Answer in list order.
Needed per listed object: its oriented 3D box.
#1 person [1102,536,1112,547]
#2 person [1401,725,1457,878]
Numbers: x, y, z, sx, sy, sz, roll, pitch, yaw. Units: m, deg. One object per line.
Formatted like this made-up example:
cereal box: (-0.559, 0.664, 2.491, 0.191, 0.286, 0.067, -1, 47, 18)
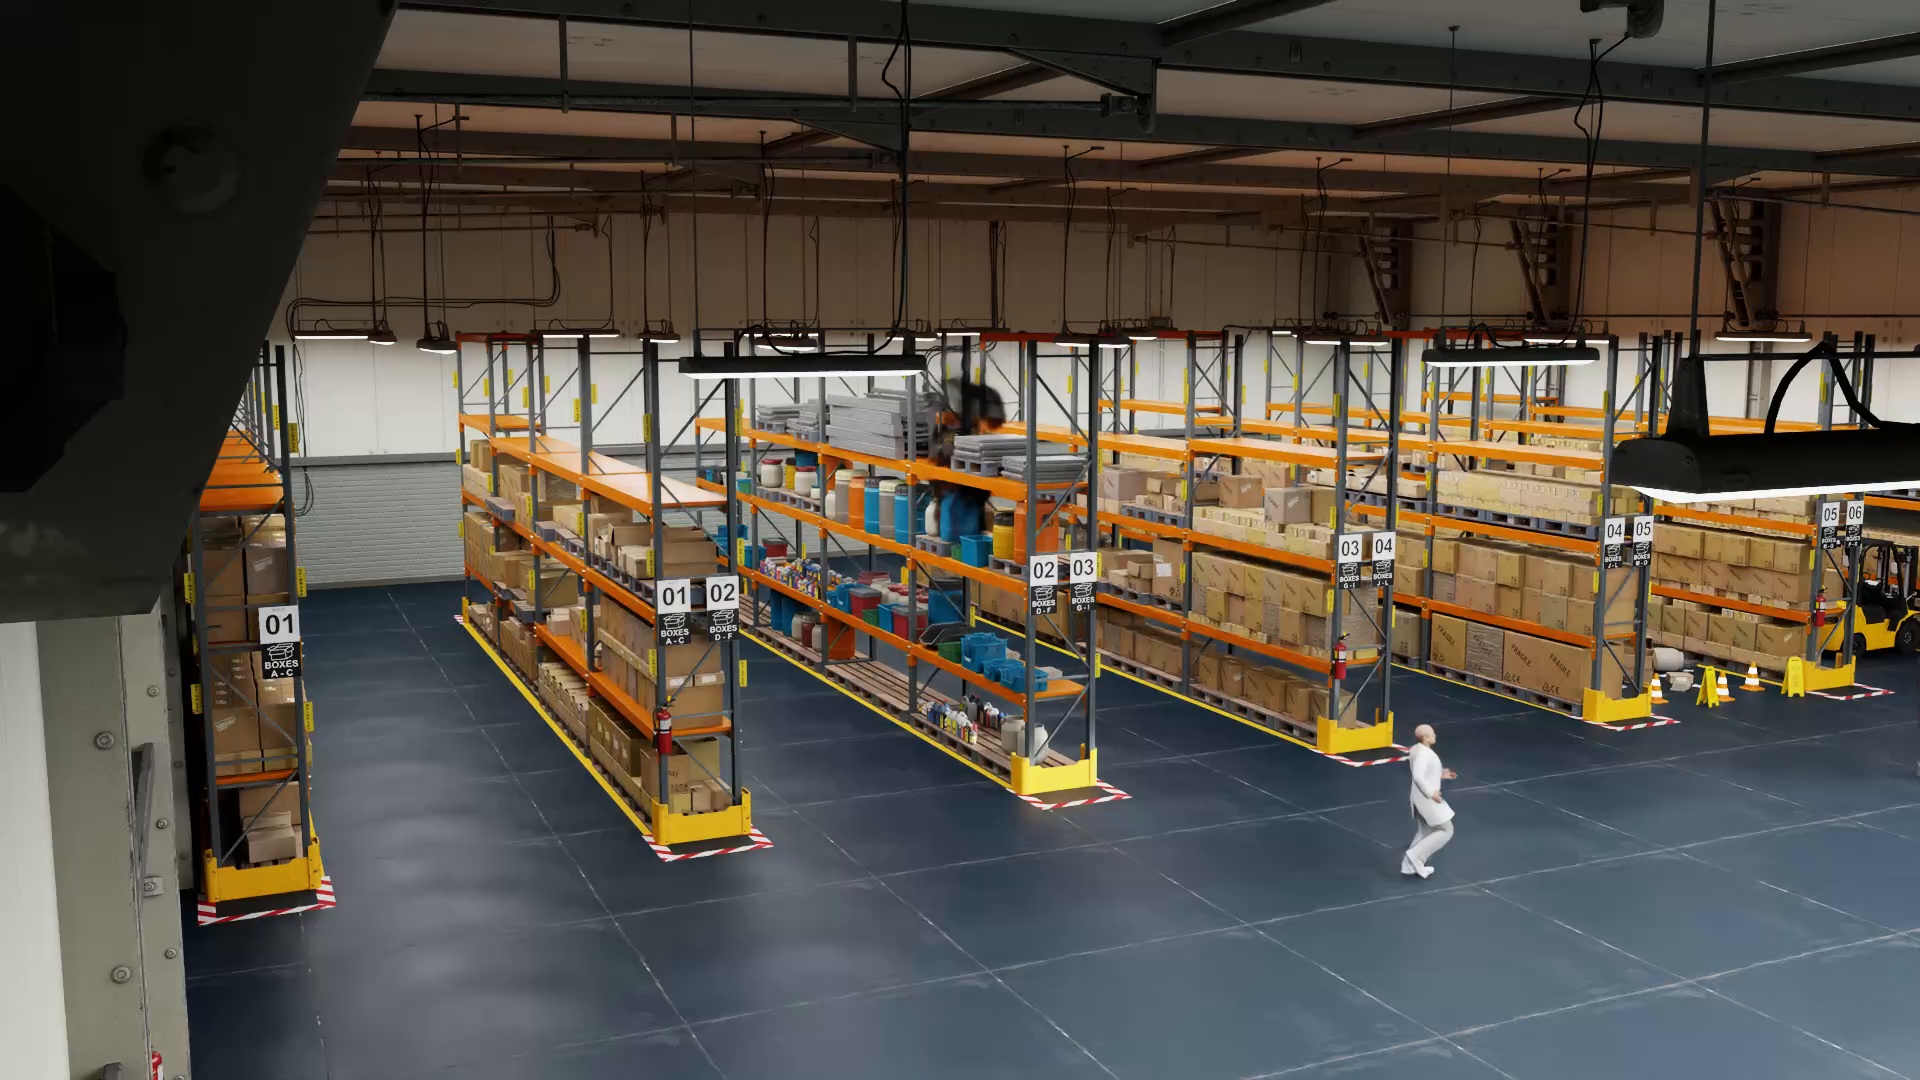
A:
person: (3.173, 0.785, 34.730, 0.652, 1.737, 0.602, -4, 9, -30)
person: (5.333, 2.972, 18.774, 0.642, 1.683, 0.694, 0, 8, -2)
